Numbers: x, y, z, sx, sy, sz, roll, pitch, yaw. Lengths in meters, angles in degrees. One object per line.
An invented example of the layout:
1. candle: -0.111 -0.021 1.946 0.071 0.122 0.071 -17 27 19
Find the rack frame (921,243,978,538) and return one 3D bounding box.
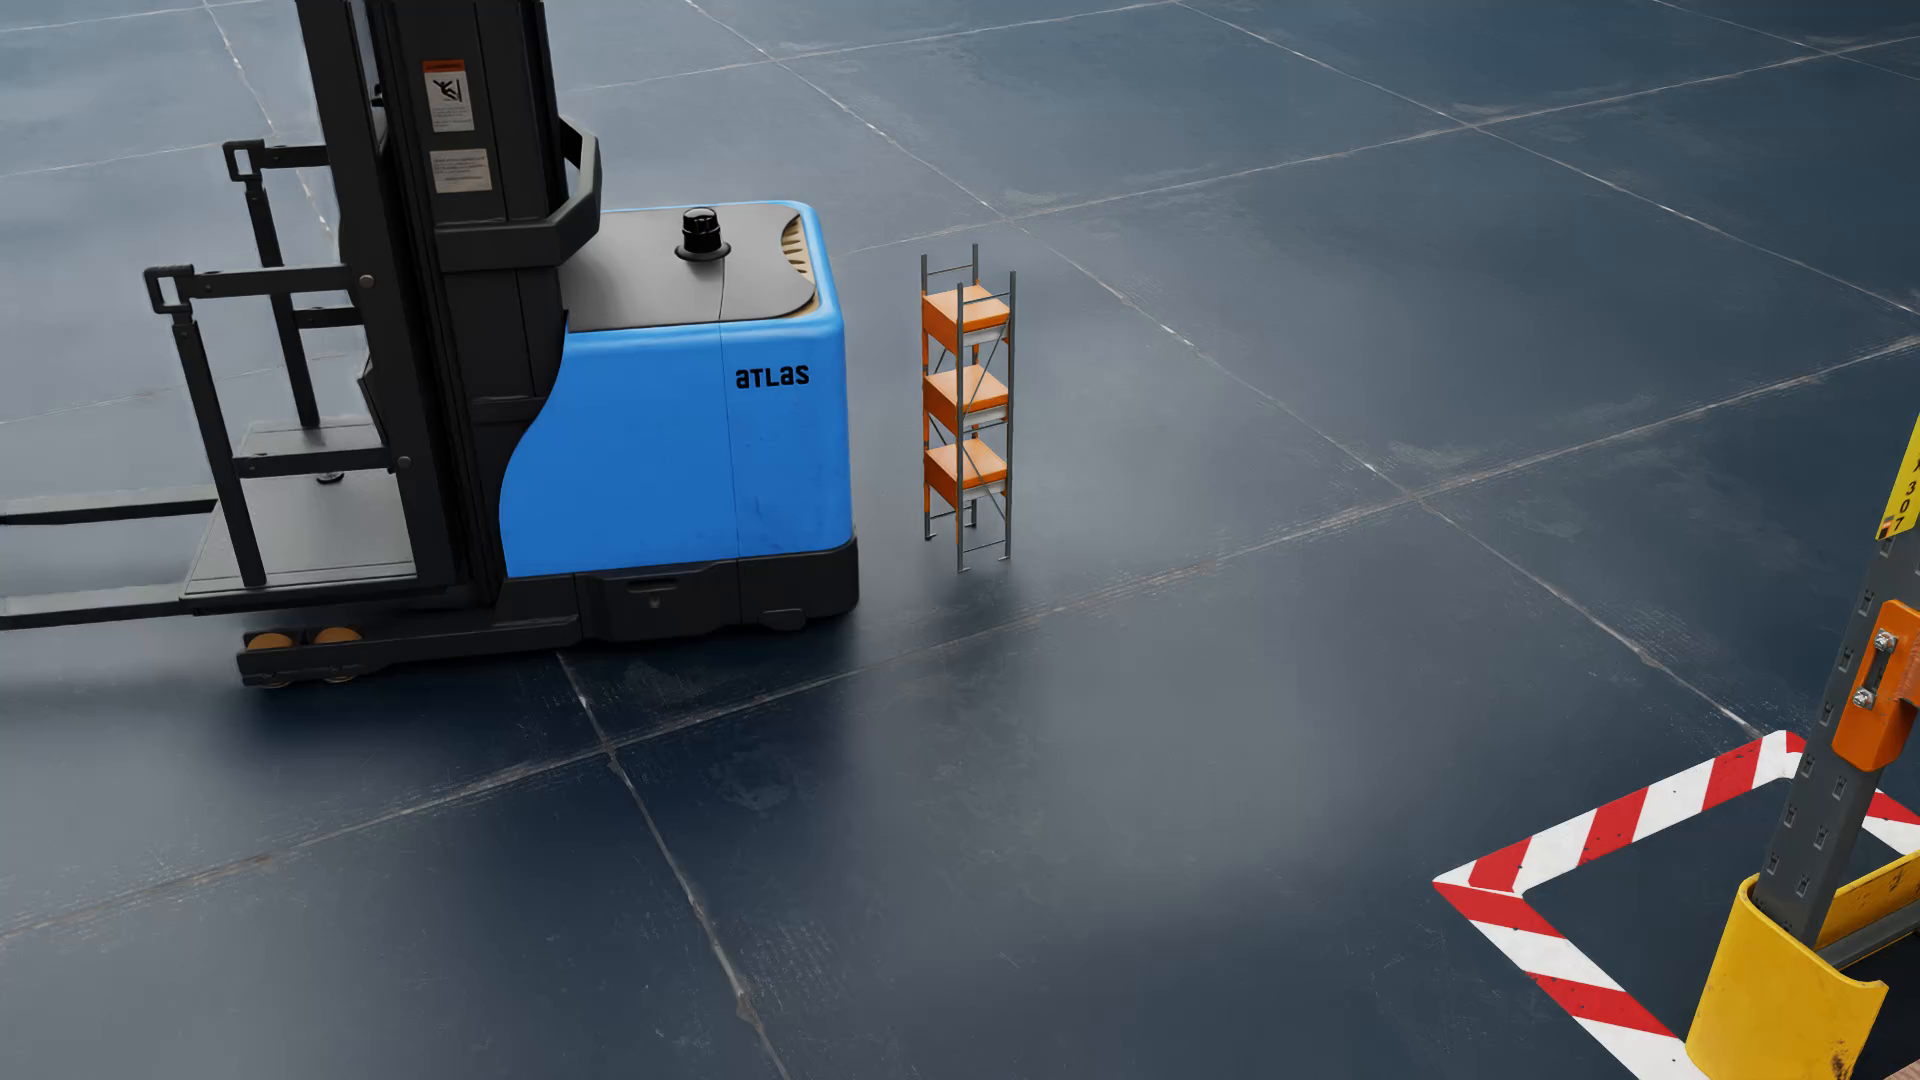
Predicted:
1. rack frame: -0.032 -0.475 5.518 0.200 1.050 0.008 -16 36 -23

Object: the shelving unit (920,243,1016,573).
1. shelving unit: 0.025 -0.417 5.427 0.215 1.050 0.252 -16 36 -23

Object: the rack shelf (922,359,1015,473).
1. rack shelf: 0.025 -0.408 5.433 0.215 0.259 0.240 -16 36 -23

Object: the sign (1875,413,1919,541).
1. sign: 1.704 -0.149 2.945 0.100 0.325 0.005 -16 36 -23

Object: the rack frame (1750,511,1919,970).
1. rack frame: 2.192 -0.168 3.232 1.000 3.000 0.127 -16 36 -23

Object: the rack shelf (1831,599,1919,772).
1. rack shelf: 3.125 1.089 1.936 1.077 0.370 4.000 -16 36 -23

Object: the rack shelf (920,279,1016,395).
1. rack shelf: 0.025 -0.647 5.280 0.215 0.259 0.240 -16 36 -23

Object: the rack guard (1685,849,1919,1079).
1. rack guard: 2.270 0.909 3.868 1.175 0.500 0.348 -16 36 -23

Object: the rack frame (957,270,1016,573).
1. rack frame: 0.082 -0.358 5.336 0.200 1.050 0.008 -16 36 -23

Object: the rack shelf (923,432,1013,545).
1. rack shelf: 0.025 -0.174 5.583 0.215 0.259 0.240 -16 36 -23

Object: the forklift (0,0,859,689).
1. forklift: -1.887 -1.090 4.735 3.031 2.935 1.130 -5 33 -8
